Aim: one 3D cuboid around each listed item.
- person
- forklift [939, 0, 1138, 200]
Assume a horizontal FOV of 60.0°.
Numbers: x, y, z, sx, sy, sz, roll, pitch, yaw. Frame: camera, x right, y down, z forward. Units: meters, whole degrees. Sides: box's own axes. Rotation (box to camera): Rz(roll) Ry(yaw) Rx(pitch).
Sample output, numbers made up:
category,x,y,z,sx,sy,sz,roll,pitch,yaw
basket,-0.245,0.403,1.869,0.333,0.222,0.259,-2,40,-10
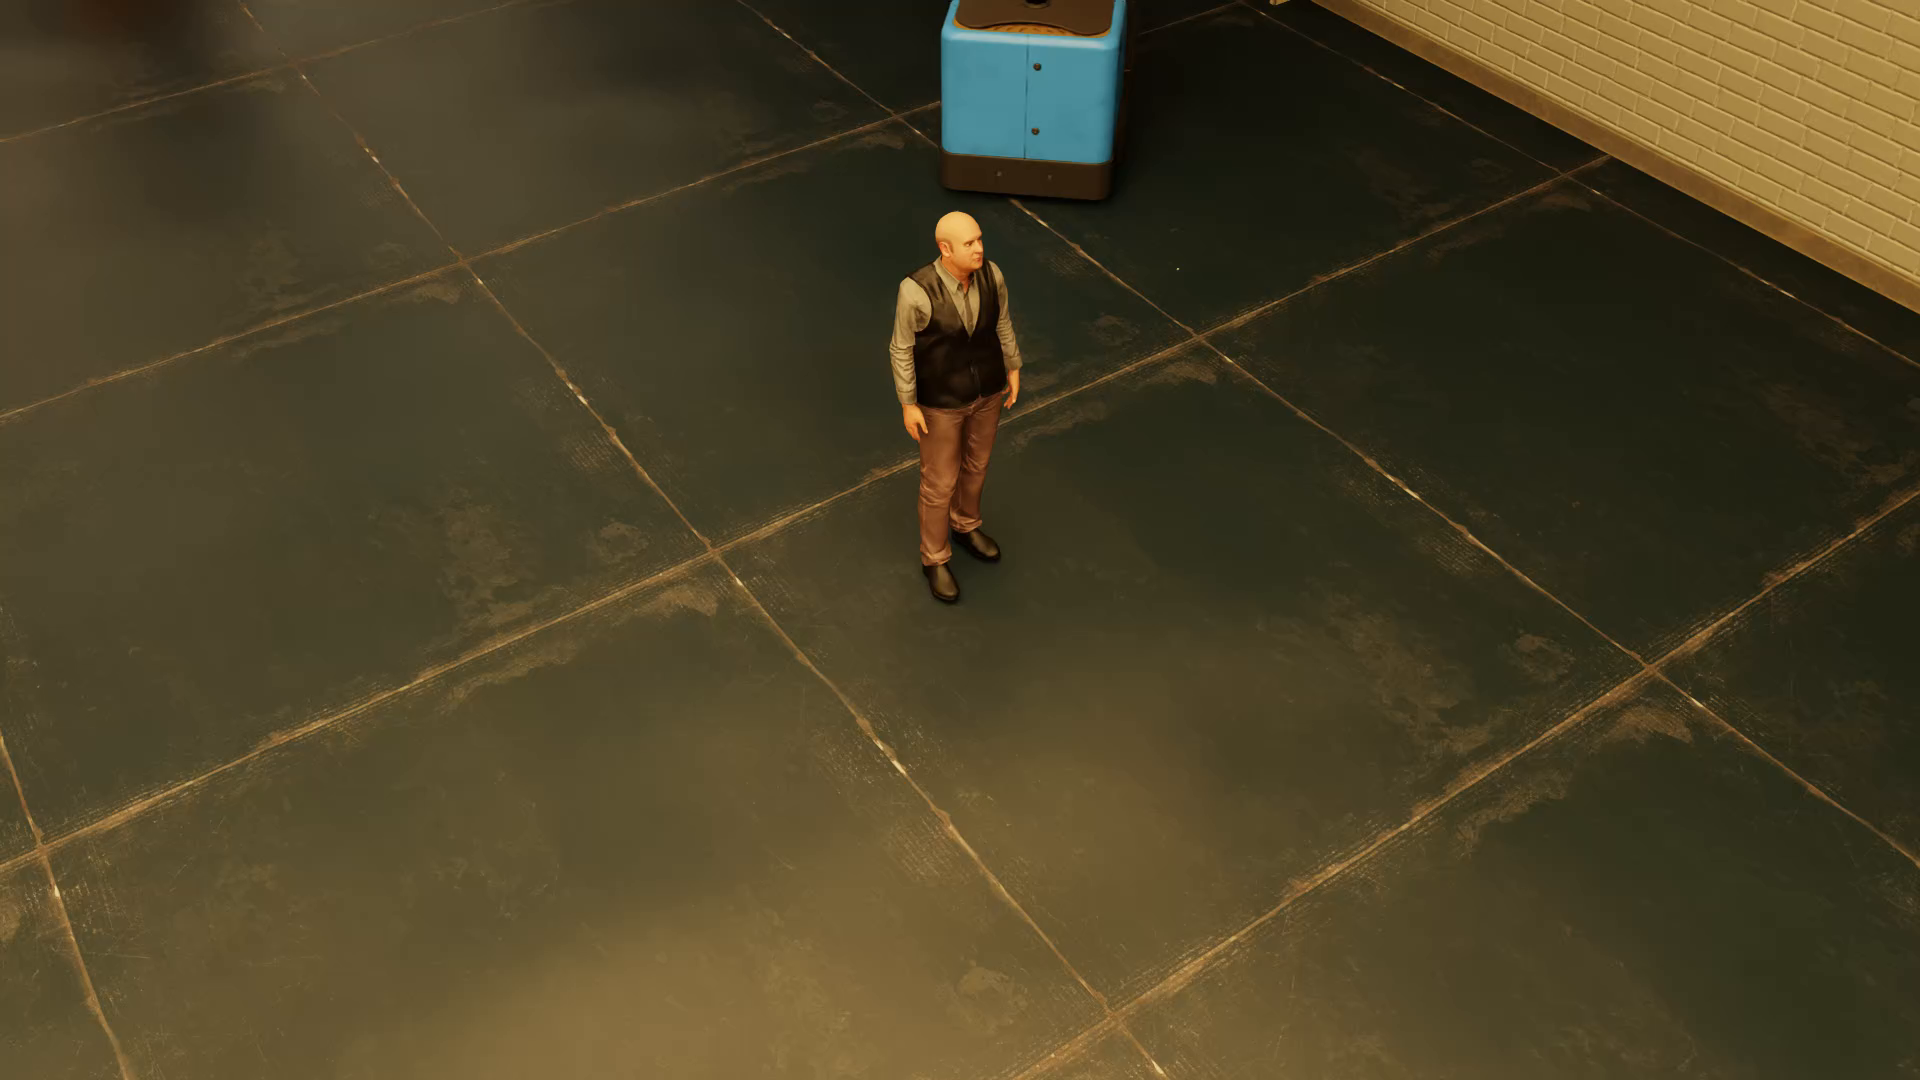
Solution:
category,x,y,z,sx,sy,sz,roll,pitch,yaw
person,0.030,-0.601,7.249,0.634,1.722,0.566,-25,48,-25
forklift,0.598,-4.121,10.187,1.130,2.935,3.031,6,43,6
